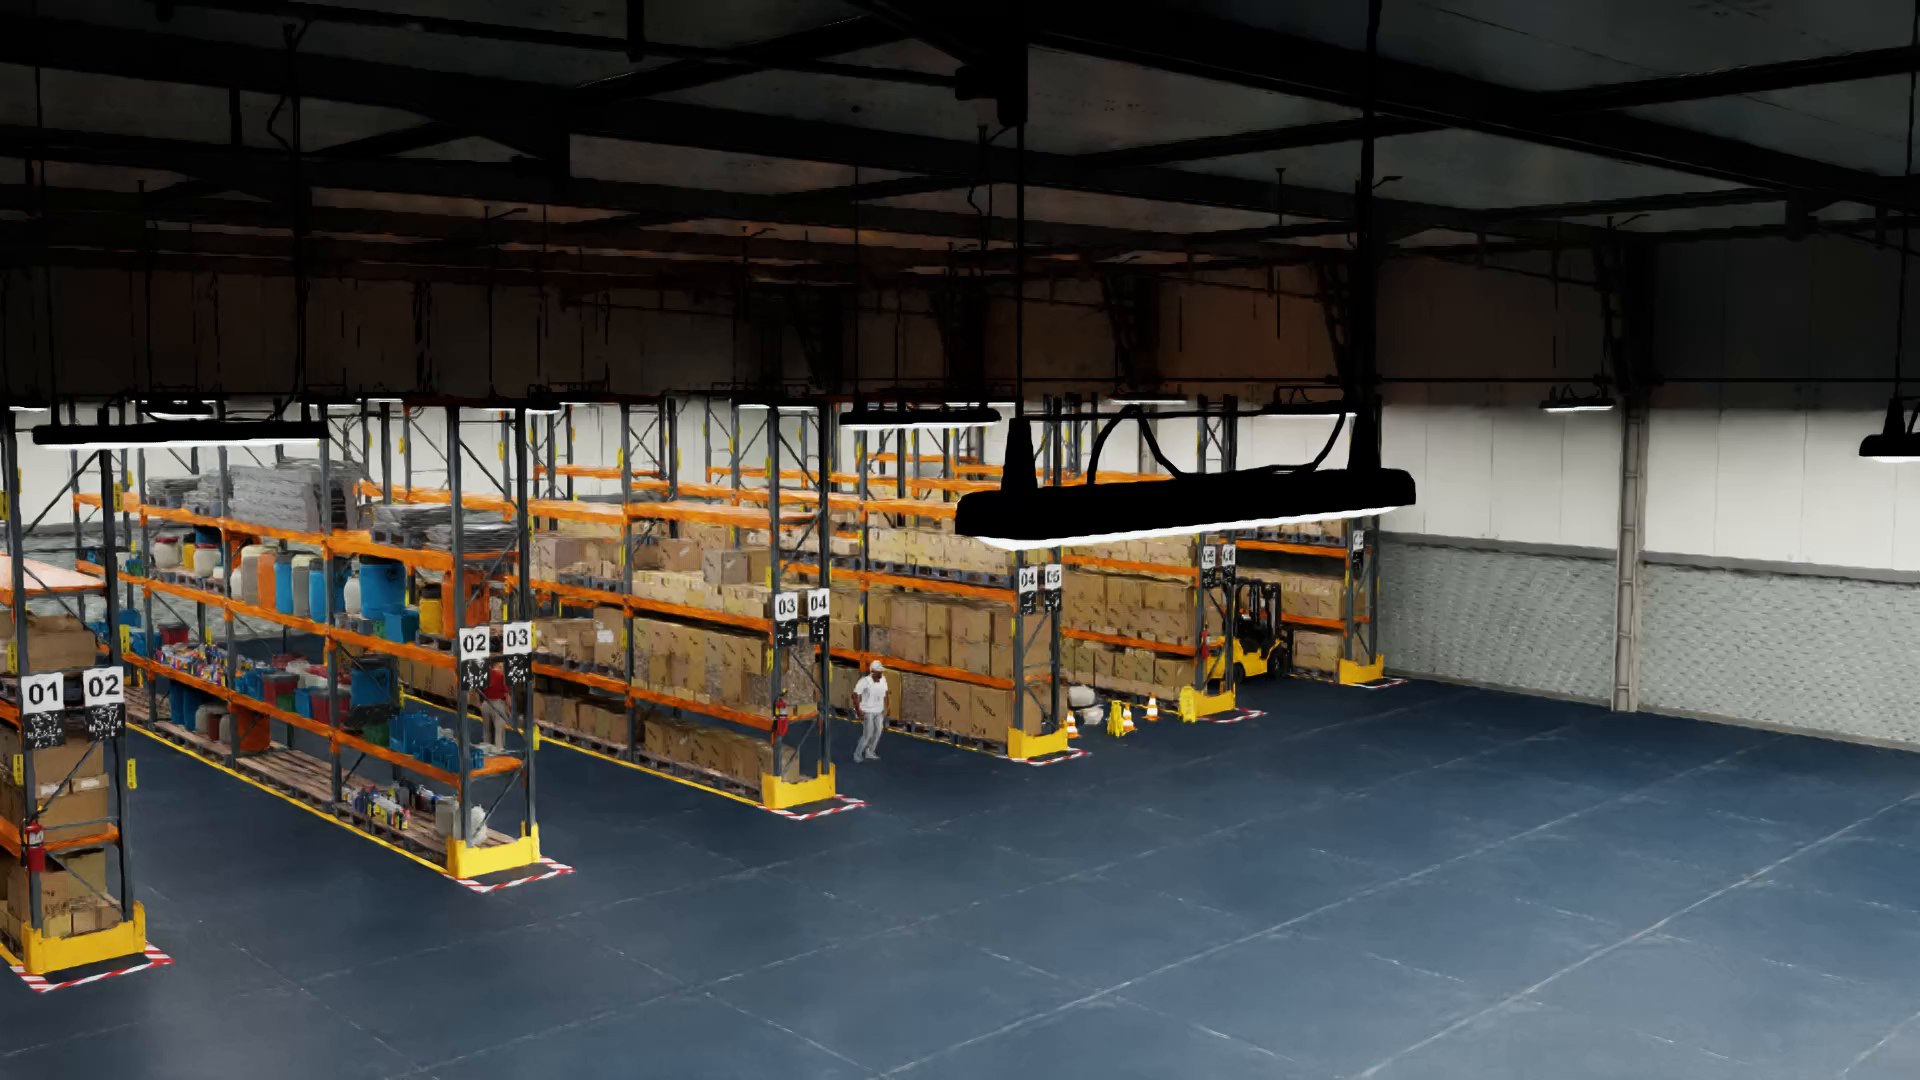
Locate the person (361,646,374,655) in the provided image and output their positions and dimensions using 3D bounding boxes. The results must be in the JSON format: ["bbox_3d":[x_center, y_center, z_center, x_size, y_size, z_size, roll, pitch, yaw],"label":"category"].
[{"bbox_3d":[-10.598,2.640,29.840,1.110,1.591,0.445,5,8,44],"label":"person"}]

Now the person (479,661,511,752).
[{"bbox_3d":[-7.665,2.796,27.514,0.628,1.739,0.474,2,6,17],"label":"person"}]

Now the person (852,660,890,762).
[{"bbox_3d":[-1.459,2.825,27.539,0.719,1.714,0.578,-5,8,-44],"label":"person"}]
